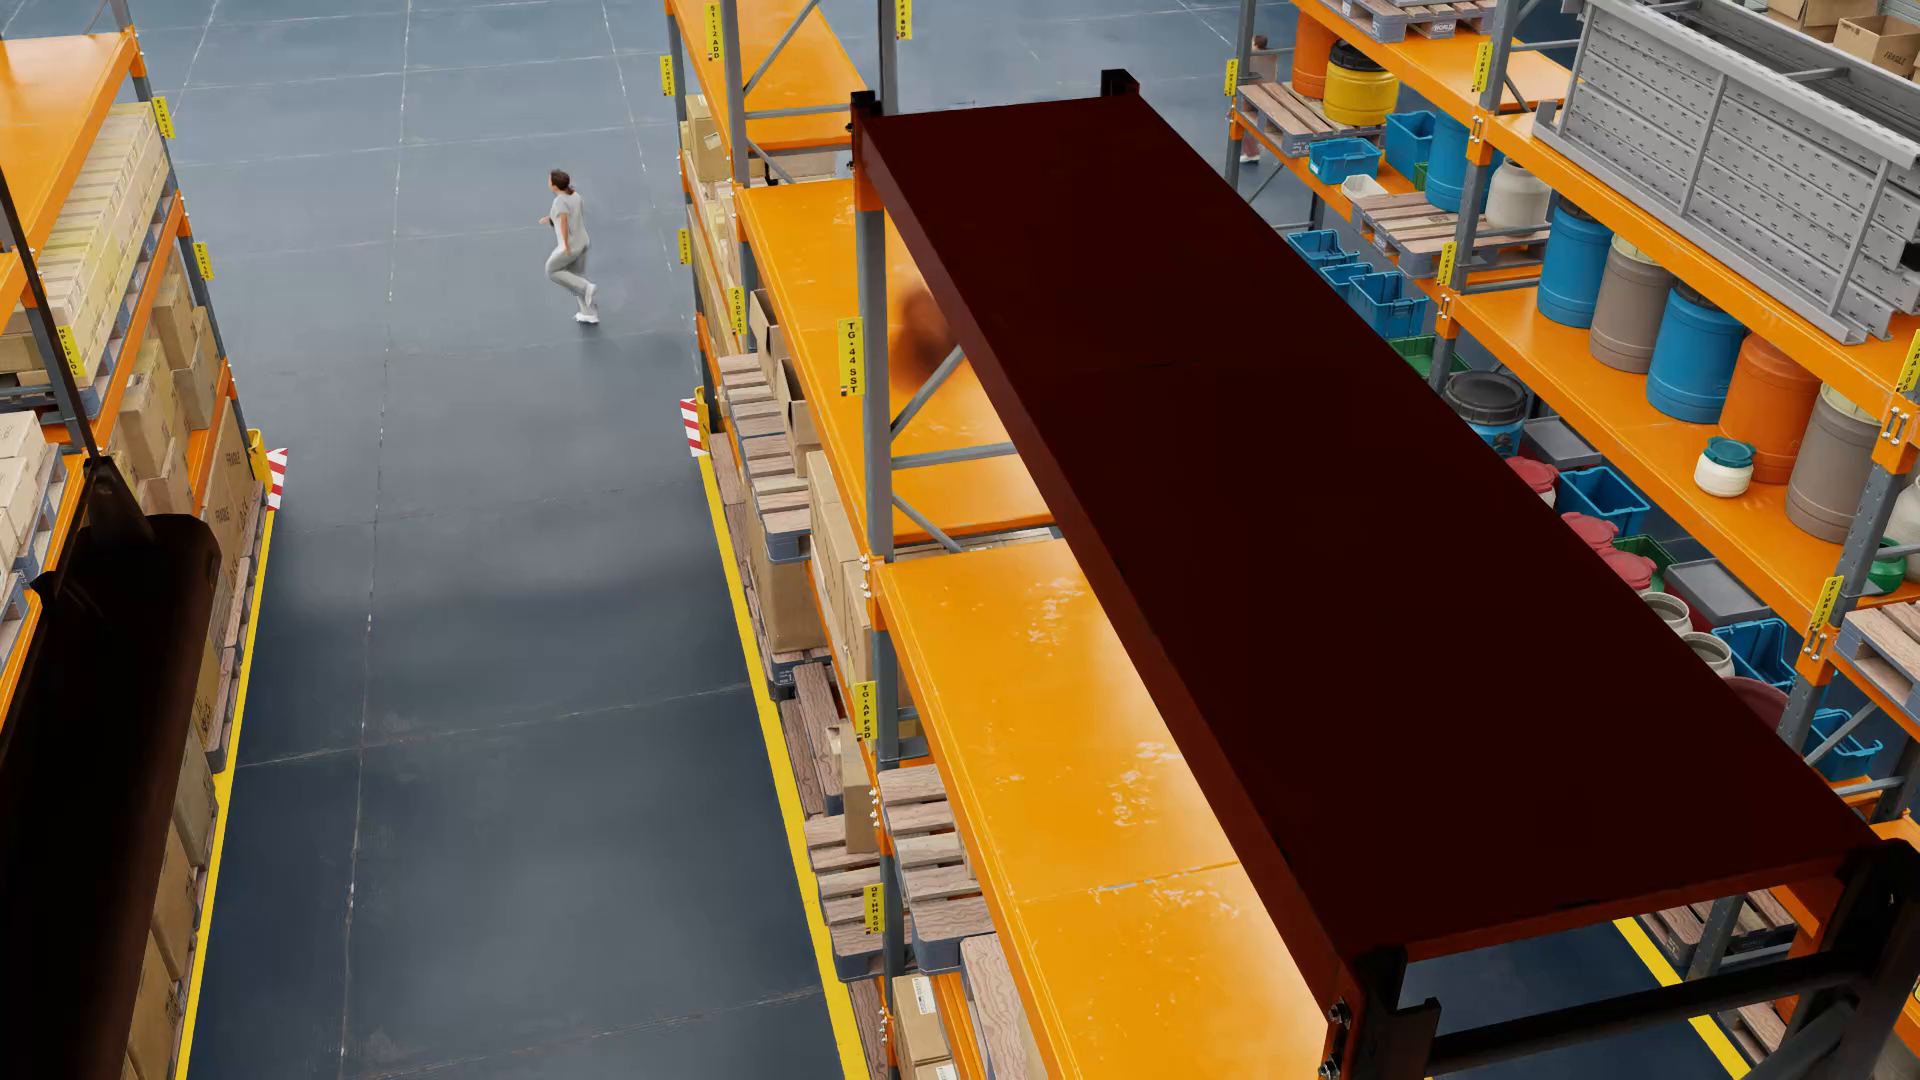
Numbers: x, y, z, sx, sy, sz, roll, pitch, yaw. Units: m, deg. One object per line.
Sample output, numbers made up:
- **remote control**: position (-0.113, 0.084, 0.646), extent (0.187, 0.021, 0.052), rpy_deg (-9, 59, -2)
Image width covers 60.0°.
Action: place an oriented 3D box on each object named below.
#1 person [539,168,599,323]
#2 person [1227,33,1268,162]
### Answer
- **person**: position (-4.047, -3.012, 17.063), extent (0.622, 1.619, 0.603), rpy_deg (12, 36, 17)
- **person**: position (3.590, -5.493, 20.662), extent (0.519, 1.625, 0.637), rpy_deg (10, 36, 15)
